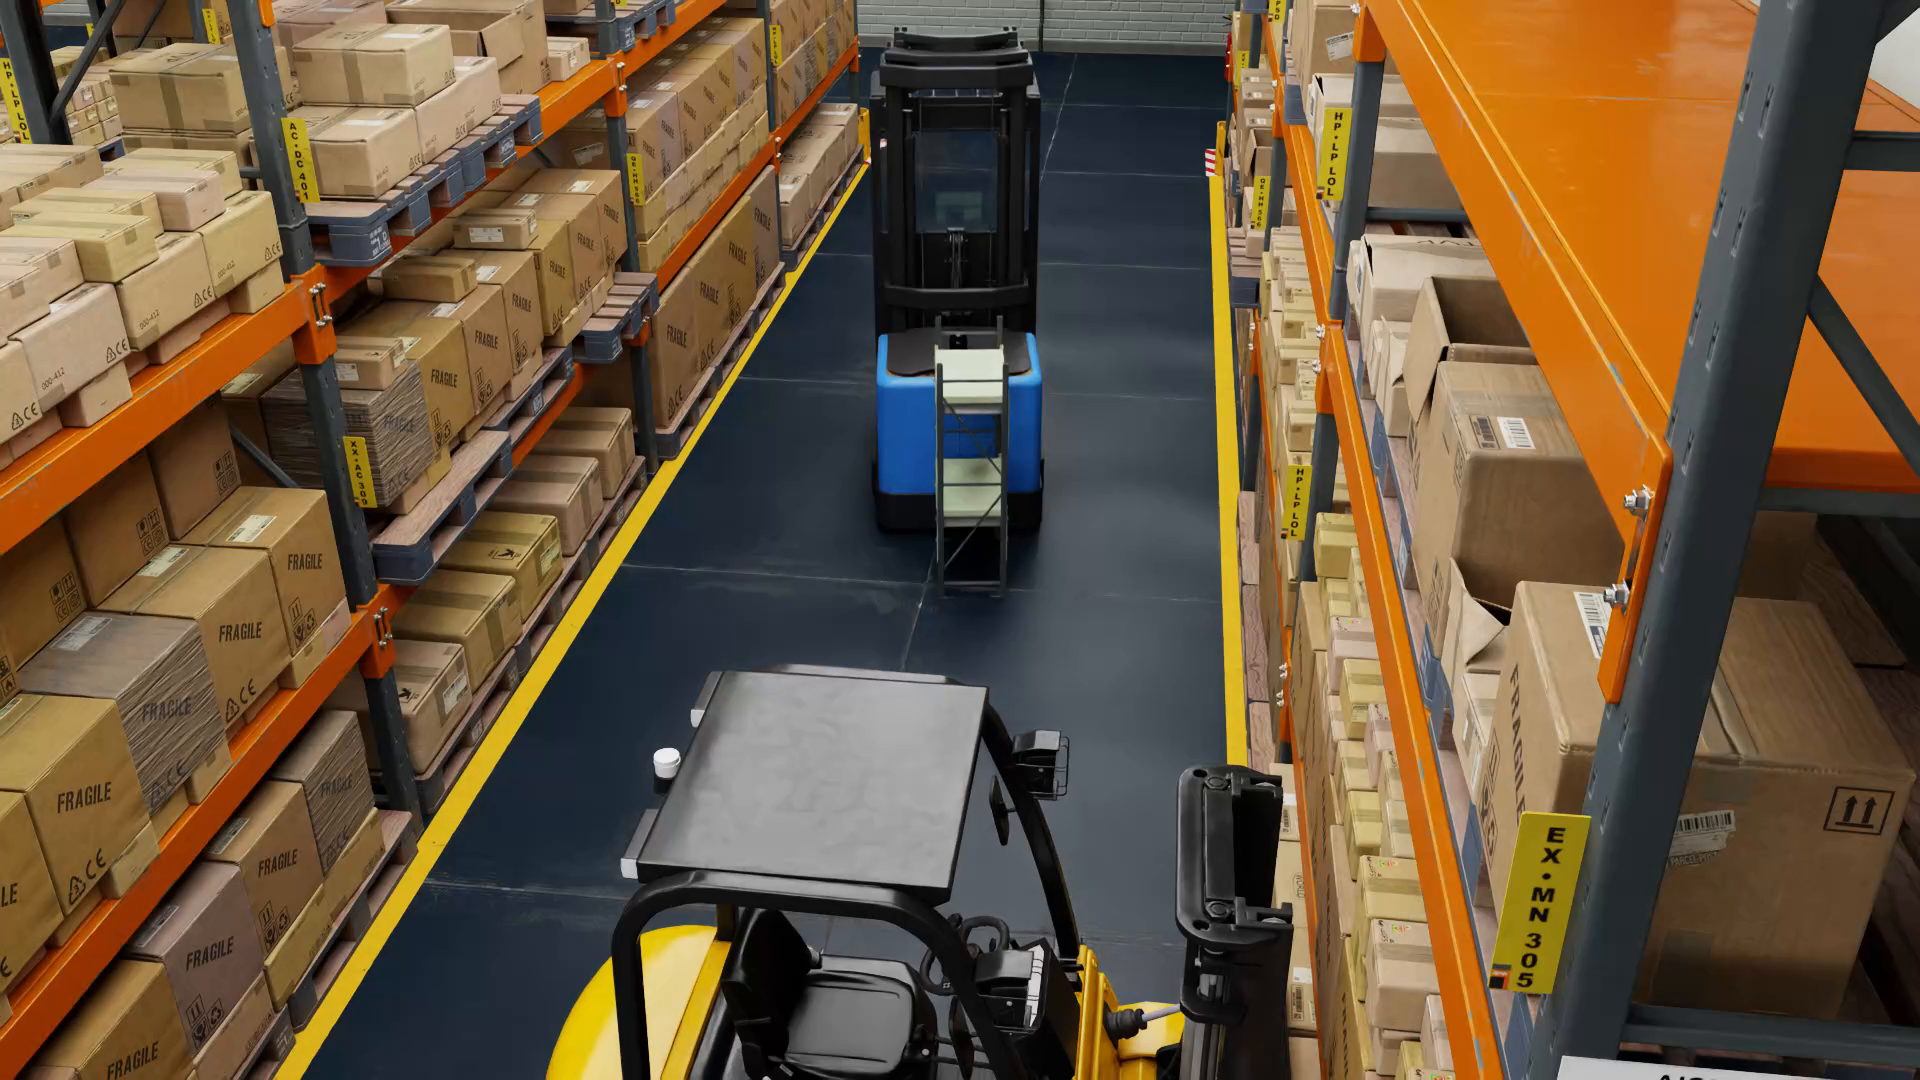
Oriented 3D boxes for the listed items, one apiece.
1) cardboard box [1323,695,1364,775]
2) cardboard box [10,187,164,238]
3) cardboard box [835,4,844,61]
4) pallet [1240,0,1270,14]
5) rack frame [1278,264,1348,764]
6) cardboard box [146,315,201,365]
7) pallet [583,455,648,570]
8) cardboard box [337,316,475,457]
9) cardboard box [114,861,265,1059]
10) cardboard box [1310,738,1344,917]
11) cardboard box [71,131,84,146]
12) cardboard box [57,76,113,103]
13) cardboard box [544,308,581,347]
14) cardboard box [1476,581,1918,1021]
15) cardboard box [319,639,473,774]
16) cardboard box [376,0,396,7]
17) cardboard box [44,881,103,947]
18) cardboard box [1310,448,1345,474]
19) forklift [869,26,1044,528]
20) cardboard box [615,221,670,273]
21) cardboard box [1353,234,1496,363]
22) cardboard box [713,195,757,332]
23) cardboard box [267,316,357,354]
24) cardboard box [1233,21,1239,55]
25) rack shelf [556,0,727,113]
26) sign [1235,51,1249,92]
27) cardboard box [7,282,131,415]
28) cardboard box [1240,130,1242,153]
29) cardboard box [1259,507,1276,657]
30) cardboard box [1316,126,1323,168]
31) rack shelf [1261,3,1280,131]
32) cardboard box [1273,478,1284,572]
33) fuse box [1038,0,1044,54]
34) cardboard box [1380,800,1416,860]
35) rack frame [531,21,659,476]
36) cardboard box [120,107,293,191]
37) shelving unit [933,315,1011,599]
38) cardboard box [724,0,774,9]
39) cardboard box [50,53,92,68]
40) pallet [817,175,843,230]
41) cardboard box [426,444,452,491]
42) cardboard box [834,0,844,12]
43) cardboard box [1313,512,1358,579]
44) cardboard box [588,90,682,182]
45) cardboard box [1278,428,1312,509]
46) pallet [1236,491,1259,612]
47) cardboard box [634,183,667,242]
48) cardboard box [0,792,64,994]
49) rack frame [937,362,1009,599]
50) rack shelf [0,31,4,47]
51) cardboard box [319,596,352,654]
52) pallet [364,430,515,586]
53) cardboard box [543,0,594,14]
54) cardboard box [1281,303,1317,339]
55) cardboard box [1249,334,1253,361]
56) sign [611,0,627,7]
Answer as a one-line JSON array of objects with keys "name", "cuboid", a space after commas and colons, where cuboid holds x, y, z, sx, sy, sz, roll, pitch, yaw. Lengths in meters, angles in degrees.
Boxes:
[{"name": "cardboard box", "cuboid": [1.389, 0.643, 5.397, 0.380, 0.149, 0.250, 3, 28, 6]}, {"name": "cardboard box", "cuboid": [-2.965, -1.085, 5.656, 0.380, 0.149, 0.250, 4, 29, 7]}, {"name": "cardboard box", "cuboid": [-1.468, -5.145, 16.825, 0.500, 0.500, 0.500, 3, 28, 5]}, {"name": "pallet", "cuboid": [2.567, -3.856, 11.573, 1.213, 0.211, 1.003, 3, 28, 6]}, {"name": "rack frame", "cuboid": [1.861, 0.356, 6.718, 1.000, 3.000, 0.127, 3, 28, 6]}, {"name": "cardboard box", "cuboid": [-2.928, -0.739, 5.853, 0.380, 0.149, 0.250, 4, 29, 7]}, {"name": "pallet", "cuboid": [-2.673, -0.218, 10.724, 1.003, 0.211, 1.213, 3, 28, 6]}, {"name": "cardboard box", "cuboid": [-2.663, -0.730, 7.873, 0.500, 0.500, 0.500, 3, 29, 6]}, {"name": "cardboard box", "cuboid": [-2.994, 1.539, 6.189, 0.500, 0.500, 0.500, 5, 29, 9]}, {"name": "cardboard box", "cuboid": [1.439, 0.990, 5.436, 0.500, 0.500, 0.500, 3, 28, 6]}, {"name": "cardboard box", "cuboid": [-7.052, -3.073, 12.906, 0.380, 0.149, 0.250, 2, 28, 5]}, {"name": "cardboard box", "cuboid": [-6.997, -3.585, 13.229, 0.380, 0.149, 0.250, 2, 28, 5]}, {"name": "cardboard box", "cuboid": [-2.388, -1.220, 9.465, 0.380, 0.149, 0.250, 4, 29, 7]}, {"name": "cardboard box", "cuboid": [1.183, 0.423, 2.778, 0.500, 0.500, 0.500, 4, 29, 8]}, {"name": "cardboard box", "cuboid": [-3.004, 0.794, 8.233, 0.950, 0.372, 0.625, 4, 29, 7]}, {"name": "cardboard box", "cuboid": [-6.320, -5.768, 17.666, 0.500, 0.500, 0.500, 4, 29, 7]}, {"name": "cardboard box", "cuboid": [-3.070, 1.185, 5.446, 0.380, 0.149, 0.250, 3, 28, 5]}, {"name": "cardboard box", "cuboid": [1.696, -0.270, 7.091, 0.380, 0.149, 0.250, 3, 28, 5]}, {"name": "forklift", "cuboid": [-0.037, -2.024, 11.209, 1.130, 2.935, 3.031, -1, 28, -1]}, {"name": "cardboard box", "cuboid": [-2.266, -1.963, 11.181, 0.500, 0.250, 0.500, 3, 28, 5]}, {"name": "cardboard box", "cuboid": [1.517, -0.777, 5.204, 0.500, 0.311, 0.500, 4, 29, 7]}, {"name": "cardboard box", "cuboid": [-2.185, -2.224, 13.304, 0.875, 0.875, 0.875, 4, 29, 8]}, {"name": "cardboard box", "cuboid": [-3.178, -0.755, 7.918, 0.500, 0.500, 0.500, 4, 29, 6]}, {"name": "cardboard box", "cuboid": [2.947, -4.922, 16.360, 0.500, 0.250, 0.500, 4, 29, 7]}, {"name": "rack shelf", "cuboid": [-2.331, -3.759, 11.952, 1.077, 0.370, 4.000, 3, 28, 6]}, {"name": "sign", "cuboid": [2.302, -3.819, 13.555, 0.100, 0.325, 0.005, 3, 28, 6]}, {"name": "cardboard box", "cuboid": [-2.991, -0.615, 5.204, 0.500, 0.250, 0.500, 3, 28, 5]}, {"name": "cardboard box", "cuboid": [2.290, -2.904, 12.468, 0.396, 0.266, 0.258, 5, 29, 9]}, {"name": "cardboard box", "cuboid": [2.106, 0.252, 8.973, 0.875, 0.625, 0.625, 2, 28, 4]}, {"name": "cardboard box", "cuboid": [1.694, -1.618, 6.937, 0.380, 0.149, 0.250, 3, 28, 6]}, {"name": "rack shelf", "cuboid": [2.596, -3.472, 11.420, 1.077, 0.370, 4.000, 3, 28, 6]}, {"name": "cardboard box", "cuboid": [1.719, -0.067, 7.662, 0.500, 0.250, 0.500, 3, 28, 6]}, {"name": "fuse box", "cuboid": [1.139, -7.477, 22.616, 0.539, 1.711, 0.414, 3, 28, 6]}, {"name": "cardboard box", "cuboid": [1.388, 0.875, 4.652, 0.380, 0.149, 0.250, 4, 29, 7]}, {"name": "rack frame", "cuboid": [-2.576, -1.813, 10.745, 1.000, 3.000, 0.127, 3, 28, 6]}, {"name": "cardboard box", "cuboid": [-3.138, -1.653, 7.001, 0.500, 0.250, 0.500, 3, 28, 5]}, {"name": "shelving unit", "cuboid": [0.062, -0.488, 9.867, 0.431, 1.500, 0.755, -1, 28, -1]}, {"name": "cardboard box", "cuboid": [-1.789, -4.599, 14.073, 0.380, 0.149, 0.250, 3, 28, 5]}, {"name": "cardboard box", "cuboid": [-7.544, -3.982, 13.966, 0.380, 0.149, 0.250, 4, 29, 8]}, {"name": "pallet", "cuboid": [-1.768, -3.398, 16.627, 1.003, 0.211, 1.213, 3, 28, 6]}, {"name": "cardboard box", "cuboid": [-2.645, -0.364, 7.876, 0.380, 0.149, 0.250, 4, 29, 7]}, {"name": "cardboard box", "cuboid": [-1.453, -5.575, 16.568, 0.500, 0.500, 0.500, 3, 29, 6]}, {"name": "cardboard box", "cuboid": [1.527, 0.028, 6.224, 0.380, 0.149, 0.250, 4, 29, 7]}, {"name": "cardboard box", "cuboid": [-2.221, -2.750, 11.323, 0.500, 0.500, 0.500, 3, 29, 6]}, {"name": "cardboard box", "cuboid": [1.723, -0.286, 7.542, 0.500, 0.250, 0.500, 3, 28, 5]}, {"name": "pallet", "cuboid": [2.211, 0.086, 10.159, 1.003, 0.211, 1.213, 3, 28, 6]}, {"name": "cardboard box", "cuboid": [-2.269, -2.192, 11.078, 0.500, 0.250, 0.500, 3, 28, 6]}, {"name": "cardboard box", "cuboid": [-3.101, 1.087, 4.943, 0.500, 0.500, 0.500, 3, 28, 5]}, {"name": "rack frame", "cuboid": [0.071, -0.315, 9.545, 0.400, 1.500, 0.023, -1, 28, -1]}, {"name": "rack shelf", "cuboid": [-11.676, -4.897, 17.227, 1.077, 0.370, 4.000, 3, 28, 6]}, {"name": "cardboard box", "cuboid": [-2.803, 0.349, 6.996, 0.380, 0.149, 0.250, 3, 28, 6]}, {"name": "pallet", "cuboid": [-2.828, -0.197, 7.948, 1.003, 0.211, 1.213, 3, 28, 6]}, {"name": "cardboard box", "cuboid": [-2.679, -3.550, 10.255, 0.797, 0.503, 0.637, 2, 28, 3]}, {"name": "cardboard box", "cuboid": [1.872, -1.115, 8.660, 0.380, 0.149, 0.250, 4, 29, 7]}, {"name": "cardboard box", "cuboid": [2.163, -1.274, 11.253, 0.380, 0.149, 0.250, 2, 28, 4]}, {"name": "sign", "cuboid": [-2.038, -3.329, 9.851, 0.100, 0.325, 0.005, 3, 28, 6]}]
